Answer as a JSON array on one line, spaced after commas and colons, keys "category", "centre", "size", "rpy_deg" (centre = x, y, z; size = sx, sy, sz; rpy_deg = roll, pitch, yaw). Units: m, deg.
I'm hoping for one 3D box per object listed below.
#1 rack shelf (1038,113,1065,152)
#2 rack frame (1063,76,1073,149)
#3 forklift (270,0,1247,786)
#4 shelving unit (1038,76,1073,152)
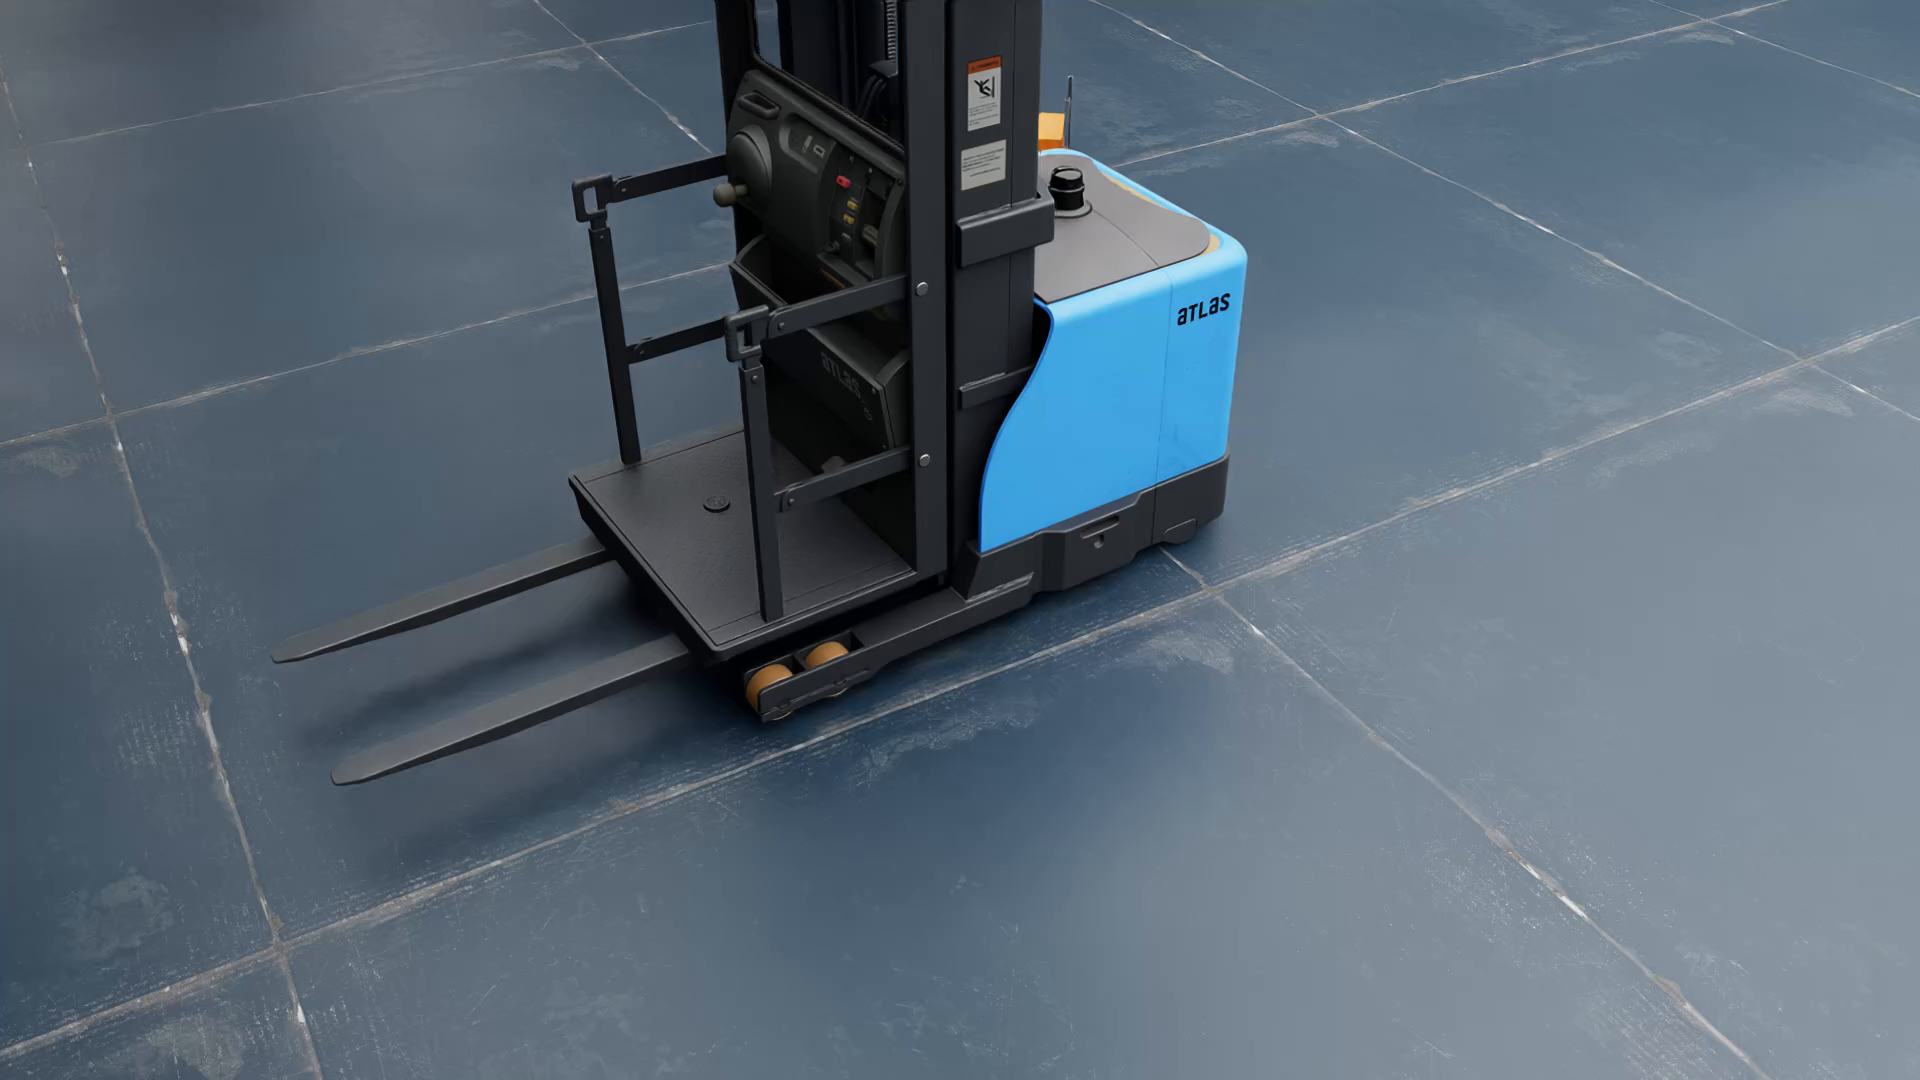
[{"category": "rack shelf", "centre": [0.145, -1.455, 6.059], "size": [0.480, 0.148, 0.258], "rpy_deg": [4, 36, 5]}, {"category": "rack frame", "centre": [0.388, -1.123, 6.270], "size": [0.015, 1.200, 0.240], "rpy_deg": [4, 36, 5]}, {"category": "forklift", "centre": [-0.594, -0.997, 4.631], "size": [3.031, 2.935, 1.130], "rpy_deg": [-21, 41, -26]}, {"category": "shelving unit", "centre": [0.145, -1.138, 6.291], "size": [0.503, 1.200, 0.258], "rpy_deg": [4, 36, 5]}]
